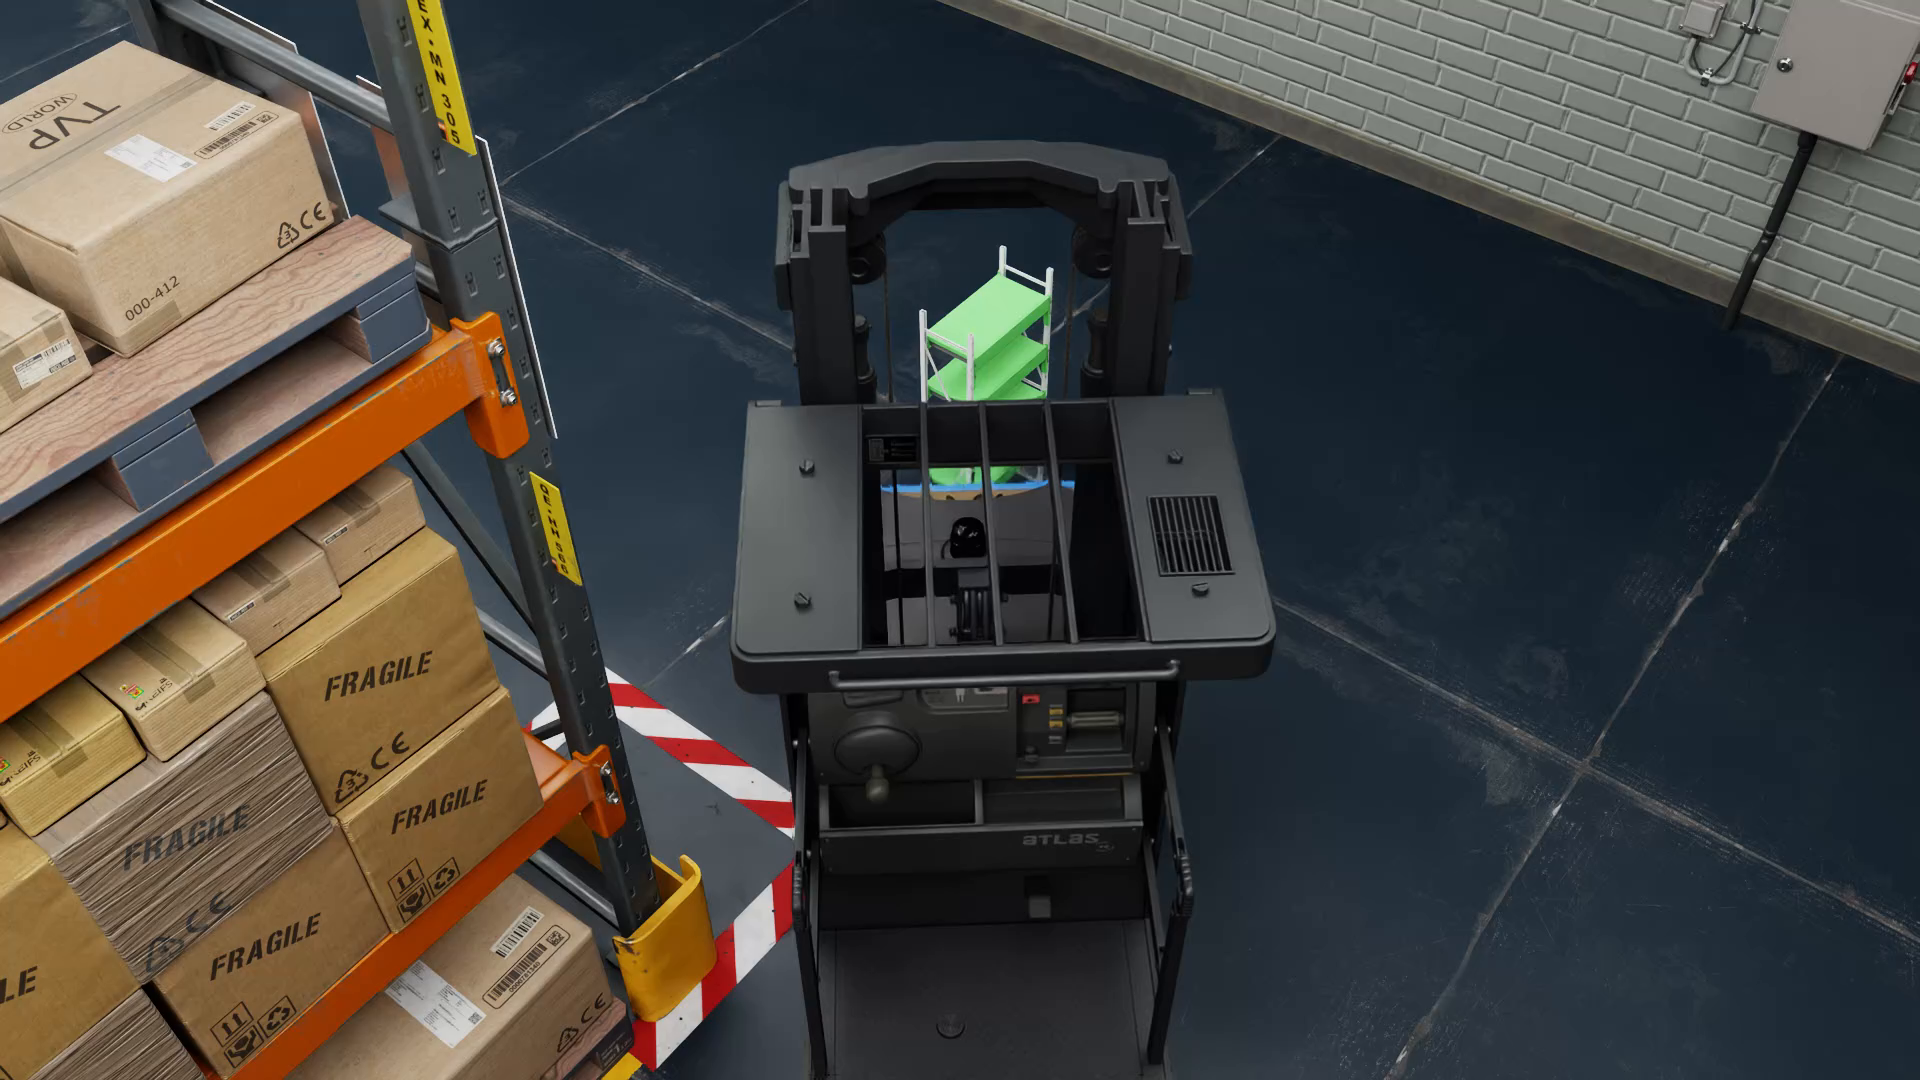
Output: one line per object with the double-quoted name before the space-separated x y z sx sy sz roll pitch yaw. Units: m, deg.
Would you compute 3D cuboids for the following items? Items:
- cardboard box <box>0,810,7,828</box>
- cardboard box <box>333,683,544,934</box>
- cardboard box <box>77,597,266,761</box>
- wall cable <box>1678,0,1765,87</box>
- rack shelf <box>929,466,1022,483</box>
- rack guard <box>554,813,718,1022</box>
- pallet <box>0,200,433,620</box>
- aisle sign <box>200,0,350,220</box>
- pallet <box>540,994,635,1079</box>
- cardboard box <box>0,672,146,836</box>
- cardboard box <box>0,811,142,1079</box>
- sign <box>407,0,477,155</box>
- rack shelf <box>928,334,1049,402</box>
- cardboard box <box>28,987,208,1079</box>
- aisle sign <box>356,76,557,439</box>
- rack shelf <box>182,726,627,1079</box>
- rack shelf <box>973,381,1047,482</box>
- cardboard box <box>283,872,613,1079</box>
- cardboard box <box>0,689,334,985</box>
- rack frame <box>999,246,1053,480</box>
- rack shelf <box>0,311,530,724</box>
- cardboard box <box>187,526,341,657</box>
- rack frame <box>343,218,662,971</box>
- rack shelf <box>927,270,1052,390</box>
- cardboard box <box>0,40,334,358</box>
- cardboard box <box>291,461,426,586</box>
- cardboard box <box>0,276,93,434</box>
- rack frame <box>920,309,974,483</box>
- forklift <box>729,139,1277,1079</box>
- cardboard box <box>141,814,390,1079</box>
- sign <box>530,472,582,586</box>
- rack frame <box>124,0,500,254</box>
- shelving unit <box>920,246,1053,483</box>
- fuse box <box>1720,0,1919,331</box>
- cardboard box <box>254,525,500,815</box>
"cardboard box" -2.060 0.485 3.168 0.380 0.149 0.250 29 53 25
"cardboard box" -1.454 0.569 4.228 0.500 0.500 0.500 29 53 25
"cardboard box" -1.657 0.241 3.401 0.380 0.149 0.250 29 53 25
"wall cable" 3.189 -2.757 6.771 0.588 1.984 0.122 29 53 25
"rack shelf" 0.101 -0.299 6.791 0.258 0.148 0.480 29 53 25
"rack guard" -1.354 1.060 5.556 1.175 0.500 0.348 29 53 25
"pallet" -1.814 -0.366 3.177 1.003 0.211 1.213 29 53 25
"aisle sign" -1.554 -0.857 3.861 0.394 0.787 0.004 29 53 25
"pallet" -1.796 1.666 5.178 1.003 0.211 1.213 29 53 25
"cardboard box" -1.844 0.367 3.281 0.380 0.149 0.250 30 53 26
"cardboard box" -2.077 0.805 3.311 0.500 0.500 0.500 29 53 25
"sign" -0.948 -0.856 3.026 0.100 0.325 0.005 29 53 25
"rack shelf" 0.101 -0.631 6.444 0.258 0.148 0.480 29 53 25
"cardboard box" -2.080 1.148 3.675 0.500 0.500 0.500 31 54 26
"aisle sign" -1.080 -0.592 3.608 0.394 0.787 0.004 29 53 25
"rack shelf" -2.592 1.603 3.806 1.077 0.370 4.000 29 53 25
"rack shelf" 0.101 -0.465 6.618 0.258 0.148 0.480 29 53 25
"cardboard box" -1.693 1.372 5.011 0.875 0.438 0.875 27 52 24
"cardboard box" -1.772 0.524 3.580 0.500 0.500 0.500 29 53 25
"rack frame" 0.250 -0.649 6.705 0.240 1.200 0.015 29 53 25
"rack shelf" -2.592 0.567 2.722 1.077 0.370 4.000 29 53 25
"cardboard box" -1.566 0.056 3.577 0.380 0.149 0.250 30 53 26
"rack frame" -1.369 0.210 4.639 1.000 3.000 0.127 29 53 25
"rack shelf" 0.101 -0.797 6.270 0.258 0.148 0.480 29 53 25
"cardboard box" -1.573 -0.656 3.137 0.500 0.250 0.500 25 51 22
"cardboard box" -1.430 -0.100 3.726 0.380 0.149 0.250 30 53 25
"cardboard box" -1.766 -0.346 2.911 0.380 0.149 0.250 25 51 22
"rack frame" -0.048 -0.370 6.438 0.240 1.200 0.015 29 53 25
"forklift" 0.071 0.597 4.318 1.130 2.935 3.031 -2 46 -2
"cardboard box" -1.773 0.849 3.960 0.500 0.500 0.500 28 52 24
"sign" -0.948 -0.024 3.898 0.100 0.325 0.005 29 53 25
"rack frame" -1.369 -1.862 2.470 1.000 3.000 0.127 29 53 25
"shelving unit" 0.101 -0.509 6.571 0.258 1.200 0.503 29 53 25
"fuse box" 3.633 -1.569 7.230 0.539 1.711 0.414 29 53 25
"cardboard box" -1.475 0.212 3.878 0.500 0.500 0.500 31 54 26
